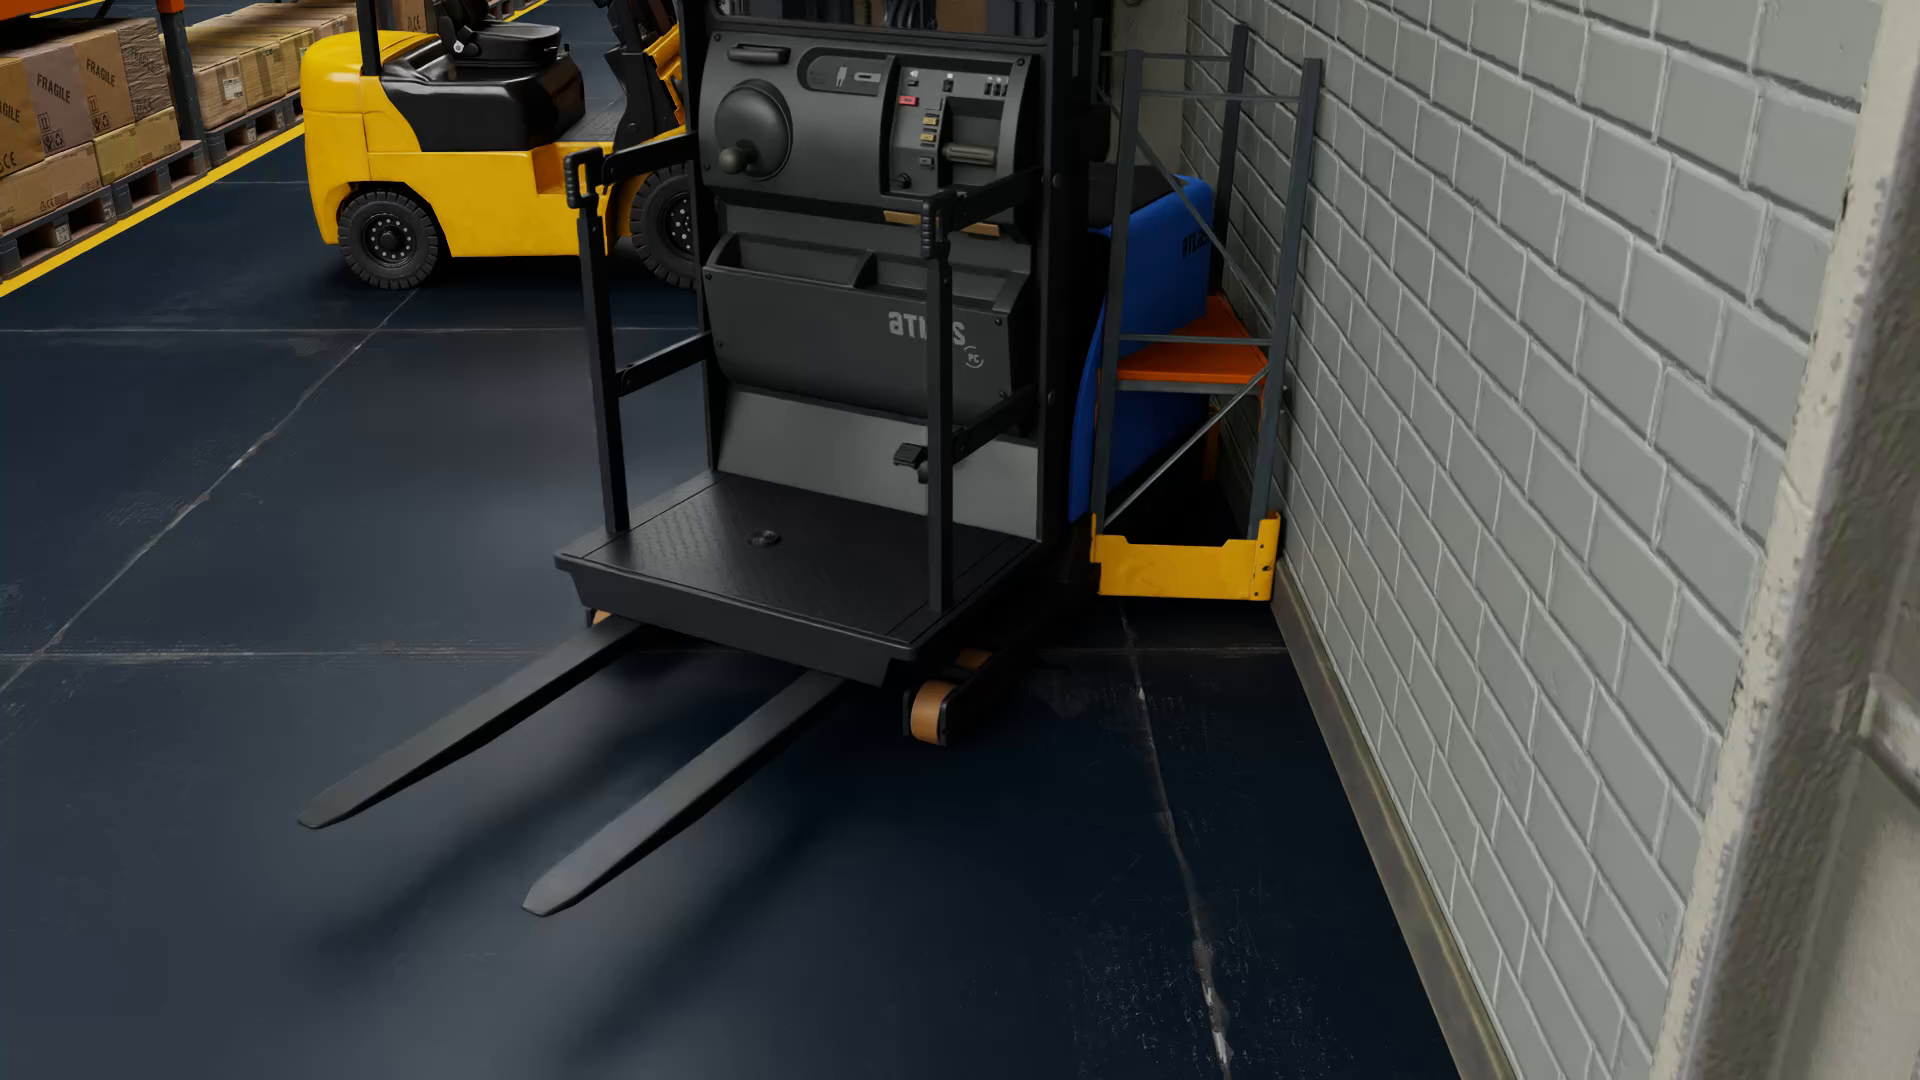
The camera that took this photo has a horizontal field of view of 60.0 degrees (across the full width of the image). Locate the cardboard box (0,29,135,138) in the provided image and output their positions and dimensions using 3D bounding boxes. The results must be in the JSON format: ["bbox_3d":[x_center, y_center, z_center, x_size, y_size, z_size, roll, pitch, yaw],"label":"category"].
[{"bbox_3d":[-4.864,-2.465,8.977,0.500,0.500,0.500,0,24,0],"label":"cardboard box"}]

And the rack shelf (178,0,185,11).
[{"bbox_3d":[-5.168,-4.133,11.622,1.077,0.370,4.000,0,24,-1],"label":"rack shelf"}]

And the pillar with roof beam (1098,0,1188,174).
[{"bbox_3d":[-3.550,-5.017,5.424,9.100,9.000,0.400,0,24,-1],"label":"pillar with roof beam"}]

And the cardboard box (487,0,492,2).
[{"bbox_3d":[-5.147,-5.901,16.727,0.875,0.875,0.875,0,24,1],"label":"cardboard box"}]

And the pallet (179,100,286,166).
[{"bbox_3d":[-5.156,-2.687,10.935,1.003,0.211,1.213,0,24,-1],"label":"pallet"}]

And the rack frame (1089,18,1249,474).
[{"bbox_3d":[0.614,-0.916,5.447,0.500,1.500,0.032,2,22,-2],"label":"rack frame"}]

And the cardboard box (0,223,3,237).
[{"bbox_3d":[-4.833,-1.471,7.690,0.500,0.250,0.500,1,24,1],"label":"cardboard box"}]

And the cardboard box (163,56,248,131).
[{"bbox_3d":[-5.155,-2.847,10.584,0.950,0.372,0.625,0,24,0],"label":"cardboard box"}]

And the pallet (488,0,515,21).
[{"bbox_3d":[-5.150,-5.345,16.812,1.003,0.211,1.213,0,24,-1],"label":"pallet"}]

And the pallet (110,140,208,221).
[{"bbox_3d":[-5.104,-2.090,9.614,1.003,0.211,1.213,0,24,-1],"label":"pallet"}]

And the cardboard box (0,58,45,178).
[{"bbox_3d":[-4.843,-2.034,8.025,0.500,0.500,0.500,0,24,0],"label":"cardboard box"}]

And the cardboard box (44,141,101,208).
[{"bbox_3d":[-4.854,-1.904,8.647,0.500,0.250,0.500,0,24,0],"label":"cardboard box"}]

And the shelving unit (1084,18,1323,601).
[{"bbox_3d":[0.625,-0.731,4.984,0.587,1.500,1.083,2,22,-2],"label":"shelving unit"}]

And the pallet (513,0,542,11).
[{"bbox_3d":[-5.164,-5.977,18.208,1.003,0.211,1.213,0,24,-1],"label":"pallet"}]

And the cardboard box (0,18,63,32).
[{"bbox_3d":[-5.410,-2.673,9.437,0.500,0.500,0.500,1,24,2],"label":"cardboard box"}]

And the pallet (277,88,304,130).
[{"bbox_3d":[-5.173,-3.191,12.050,1.003,0.211,1.213,0,24,-1],"label":"pallet"}]

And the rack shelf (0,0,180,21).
[{"bbox_3d":[-5.125,-2.485,7.977,1.077,0.370,4.000,0,24,-1],"label":"rack shelf"}]

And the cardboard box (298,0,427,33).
[{"bbox_3d":[-5.114,-4.793,14.277,0.875,0.875,0.875,0,24,-1],"label":"cardboard box"}]

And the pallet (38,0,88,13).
[{"bbox_3d":[-10.225,-5.876,17.985,1.003,0.211,1.213,0,24,-1],"label":"pallet"}]

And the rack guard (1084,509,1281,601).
[{"bbox_3d":[0.607,0.033,4.752,0.587,0.250,0.087,2,22,-2],"label":"rack guard"}]

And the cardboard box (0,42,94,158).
[{"bbox_3d":[-4.858,-2.255,8.512,0.500,0.500,0.500,1,24,2],"label":"cardboard box"}]

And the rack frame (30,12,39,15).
[{"bbox_3d":[-10.182,-6.869,16.799,1.000,3.000,0.127,0,24,-1],"label":"rack frame"}]

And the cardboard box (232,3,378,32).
[{"bbox_3d":[-5.194,-4.046,13.236,0.950,0.372,0.625,-2,24,-4],"label":"cardboard box"}]

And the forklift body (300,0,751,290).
[{"bbox_3d":[-1.984,-2.399,7.944,2.313,2.155,1.214,0,24,-1],"label":"forklift body"}]

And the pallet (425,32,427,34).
[{"bbox_3d":[-5.123,-4.340,14.589,1.003,0.211,1.213,0,24,-1],"label":"pallet"}]

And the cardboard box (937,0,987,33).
[{"bbox_3d":[0.133,-2.263,6.493,0.500,0.500,0.500,1,24,1],"label":"cardboard box"}]

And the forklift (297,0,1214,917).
[{"bbox_3d":[-0.354,-1.036,3.984,1.130,2.935,3.031,13,27,26],"label":"forklift"}]

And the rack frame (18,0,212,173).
[{"bbox_3d":[-5.146,-3.637,9.651,1.000,3.000,0.127,0,24,-1],"label":"rack frame"}]

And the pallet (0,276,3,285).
[{"bbox_3d":[-5.077,-1.084,7.391,1.003,0.211,1.213,0,24,-1],"label":"pallet"}]

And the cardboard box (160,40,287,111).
[{"bbox_3d":[-5.166,-3.143,11.239,0.950,0.372,0.625,1,24,3],"label":"cardboard box"}]

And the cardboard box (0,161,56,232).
[{"bbox_3d":[-4.852,-1.696,8.187,0.500,0.250,0.500,1,24,3],"label":"cardboard box"}]

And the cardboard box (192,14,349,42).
[{"bbox_3d":[-5.178,-3.742,12.563,0.950,0.372,0.625,-1,24,-2],"label":"cardboard box"}]

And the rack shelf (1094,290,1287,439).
[{"bbox_3d":[0.617,-0.561,5.042,0.538,0.185,1.000,2,22,-2],"label":"rack shelf"}]

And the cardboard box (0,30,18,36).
[{"bbox_3d":[-5.392,-2.452,8.949,0.500,0.500,0.500,1,24,2],"label":"cardboard box"}]

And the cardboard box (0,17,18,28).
[{"bbox_3d":[-5.469,-2.916,9.188,0.380,0.149,0.250,0,24,0],"label":"cardboard box"}]

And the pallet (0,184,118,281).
[{"bbox_3d":[-5.087,-1.586,8.500,1.003,0.211,1.213,0,24,-1],"label":"pallet"}]

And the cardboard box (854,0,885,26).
[{"bbox_3d":[-0.407,-2.260,6.485,0.500,0.500,0.500,-1,24,-2],"label":"cardboard box"}]

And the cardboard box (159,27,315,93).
[{"bbox_3d":[-5.175,-3.430,11.873,0.950,0.372,0.625,1,24,1],"label":"cardboard box"}]

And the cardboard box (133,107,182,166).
[{"bbox_3d":[-4.871,-2.333,9.595,0.500,0.250,0.500,1,24,2],"label":"cardboard box"}]

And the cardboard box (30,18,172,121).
[{"bbox_3d":[-4.872,-2.674,9.440,0.500,0.500,0.500,-1,24,-1],"label":"cardboard box"}]

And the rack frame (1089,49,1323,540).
[{"bbox_3d":[0.637,-0.539,4.503,0.500,1.500,0.032,2,22,-2],"label":"rack frame"}]

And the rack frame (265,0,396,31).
[{"bbox_3d":[-5.190,-5.285,13.296,1.000,3.000,0.127,0,24,-1],"label":"rack frame"}]

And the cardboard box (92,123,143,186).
[{"bbox_3d":[-4.855,-2.114,9.110,0.500,0.250,0.500,-1,24,-2],"label":"cardboard box"}]

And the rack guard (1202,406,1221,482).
[{"bbox_3d":[0.585,-0.336,5.677,0.587,0.250,0.087,2,22,-2],"label":"rack guard"}]
